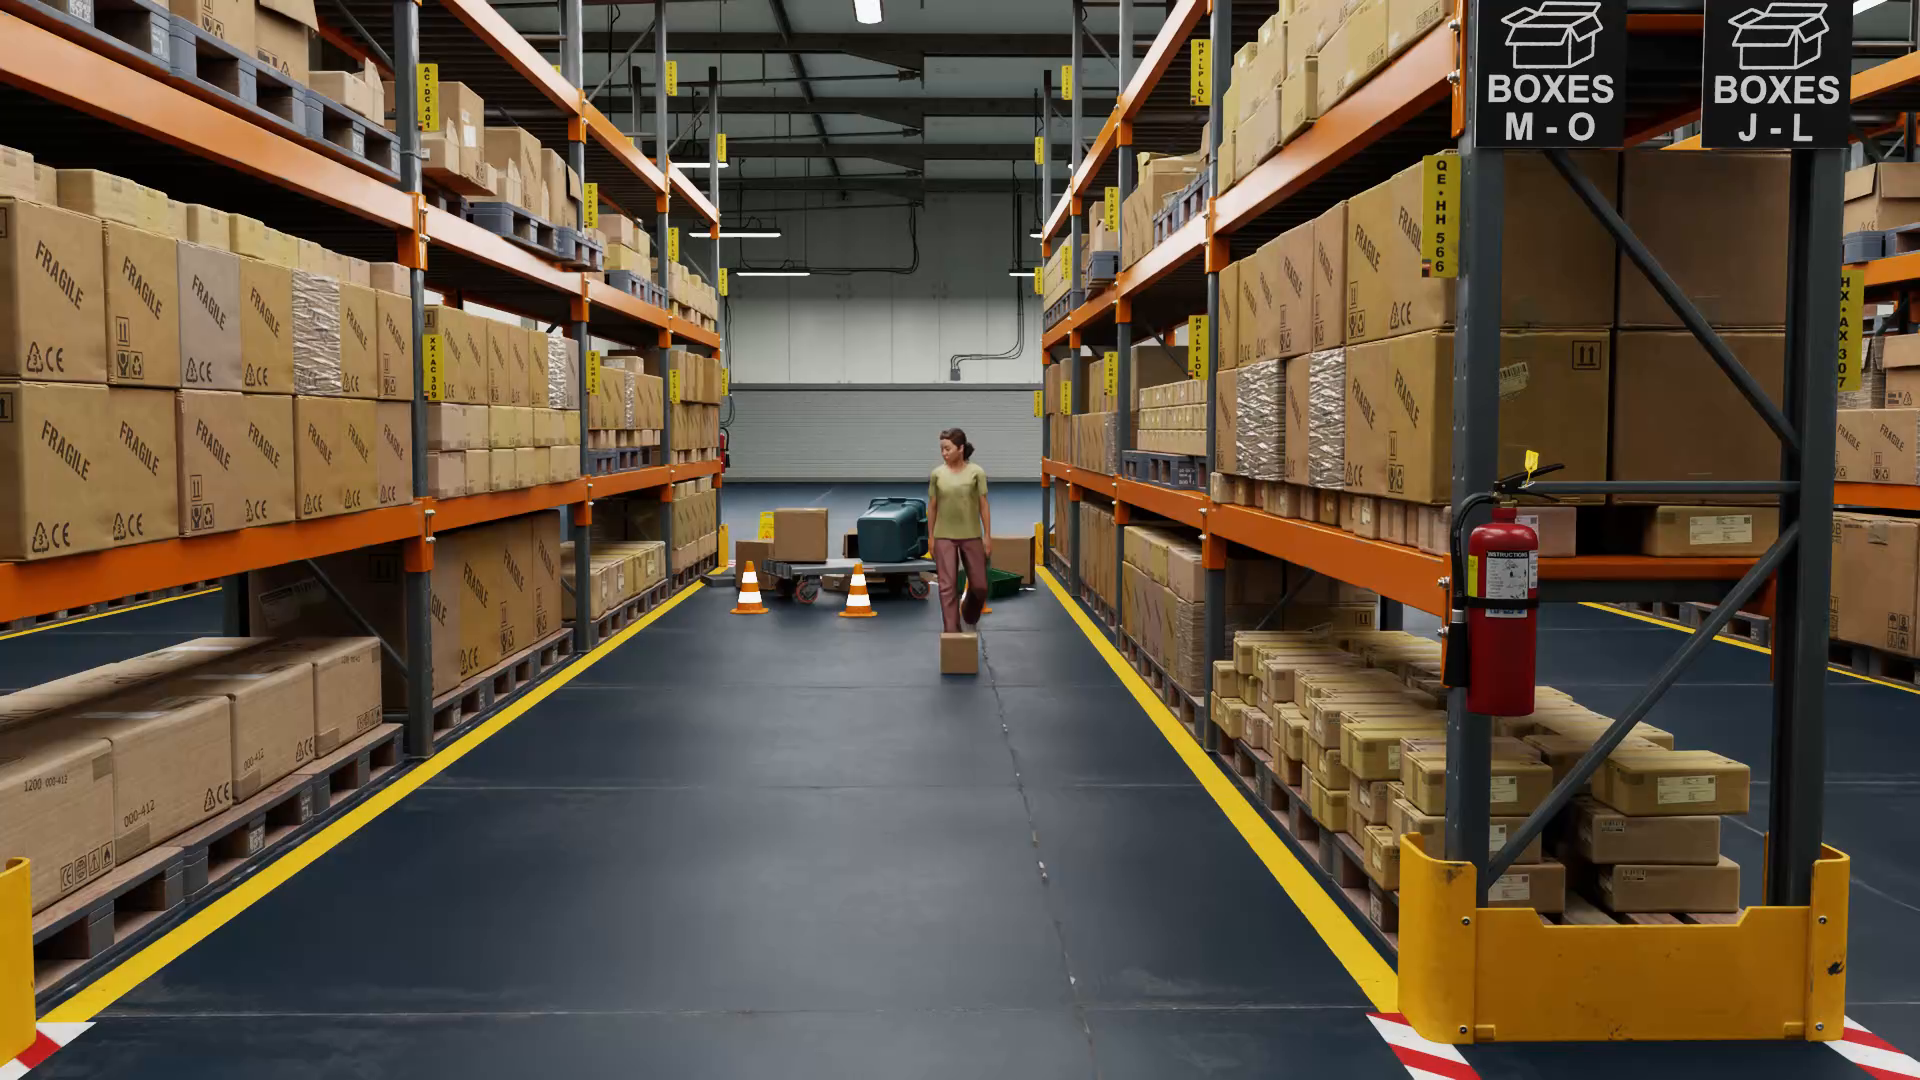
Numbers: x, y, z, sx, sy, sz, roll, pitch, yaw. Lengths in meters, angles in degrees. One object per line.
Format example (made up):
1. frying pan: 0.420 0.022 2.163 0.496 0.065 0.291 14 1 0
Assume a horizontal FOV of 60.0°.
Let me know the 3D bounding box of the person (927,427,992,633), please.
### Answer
1. person: -0.006 0.004 12.217 0.478 1.665 0.723 0 4 3
